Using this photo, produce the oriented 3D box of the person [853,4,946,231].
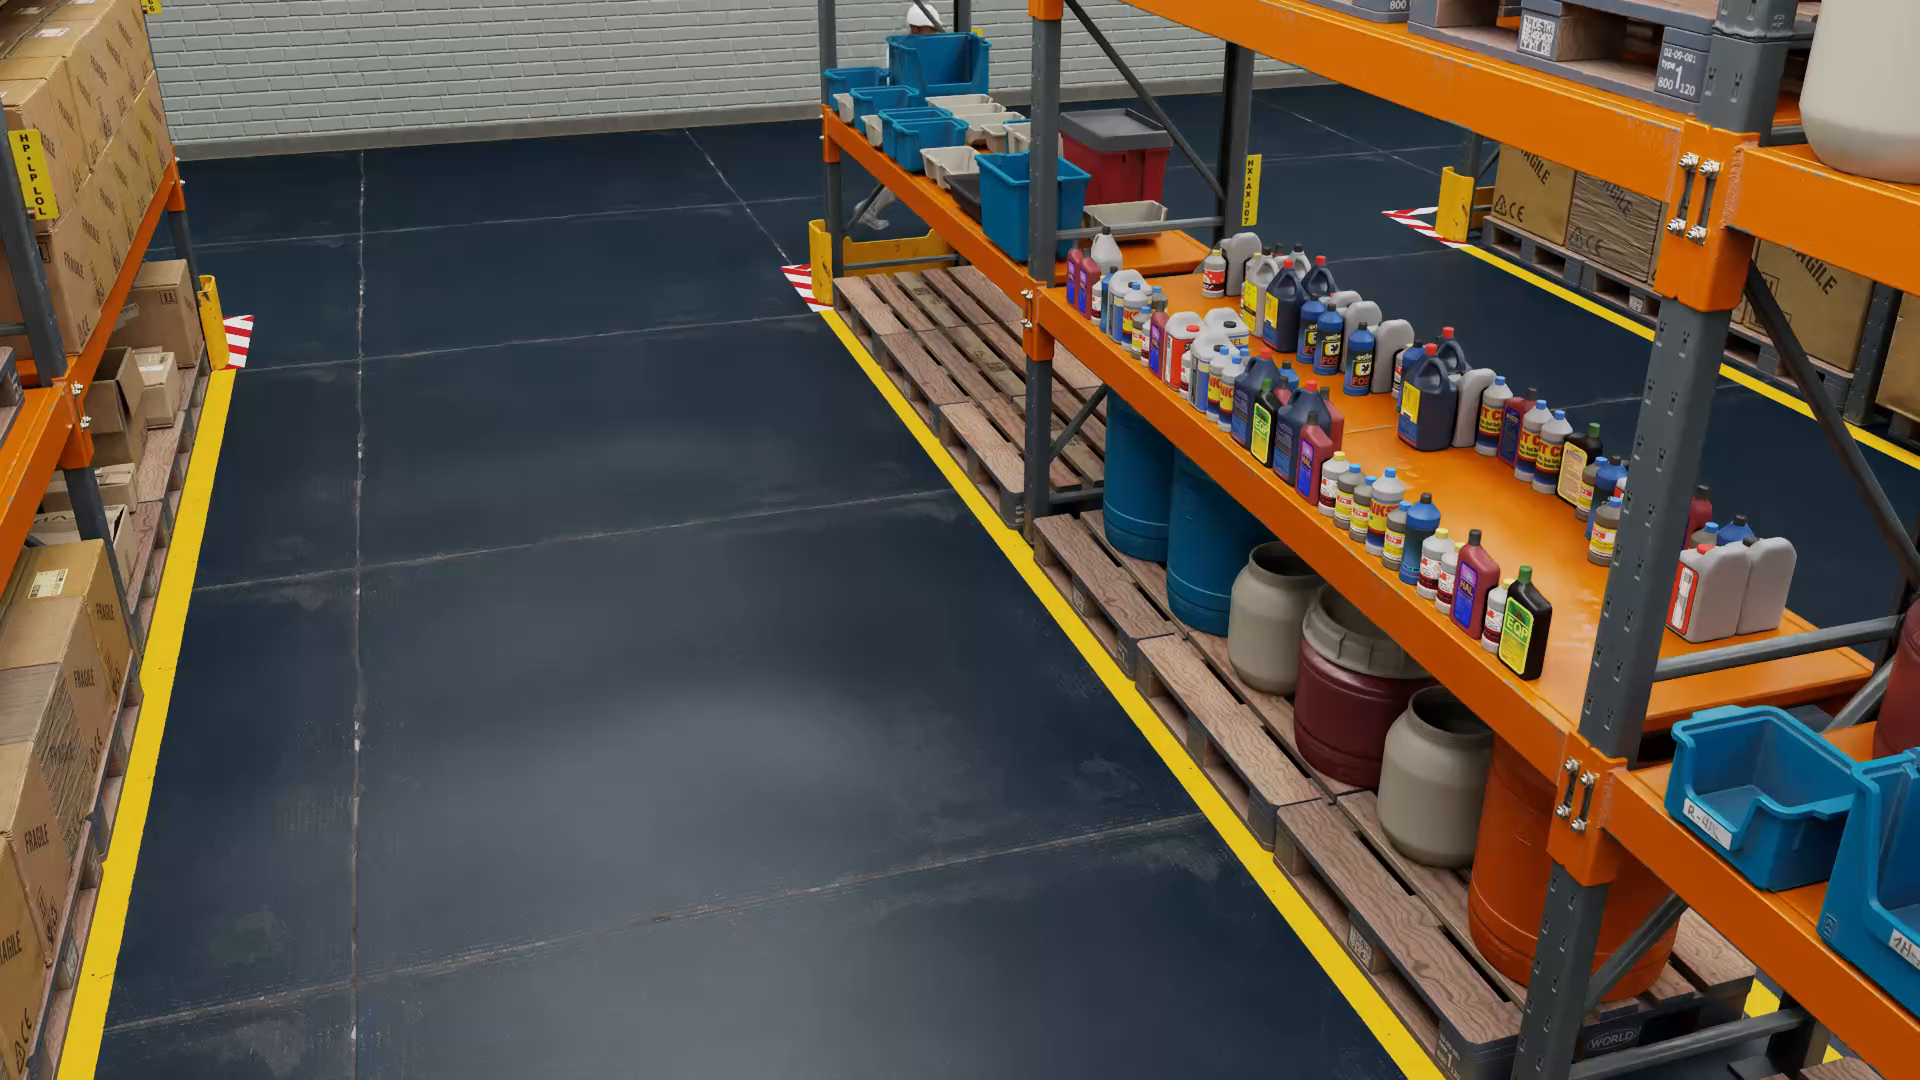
[{"bbox_3d":[-0.341,-3.122,12.460,0.994,1.728,0.675,-5,27,-10],"label":"person"}]
